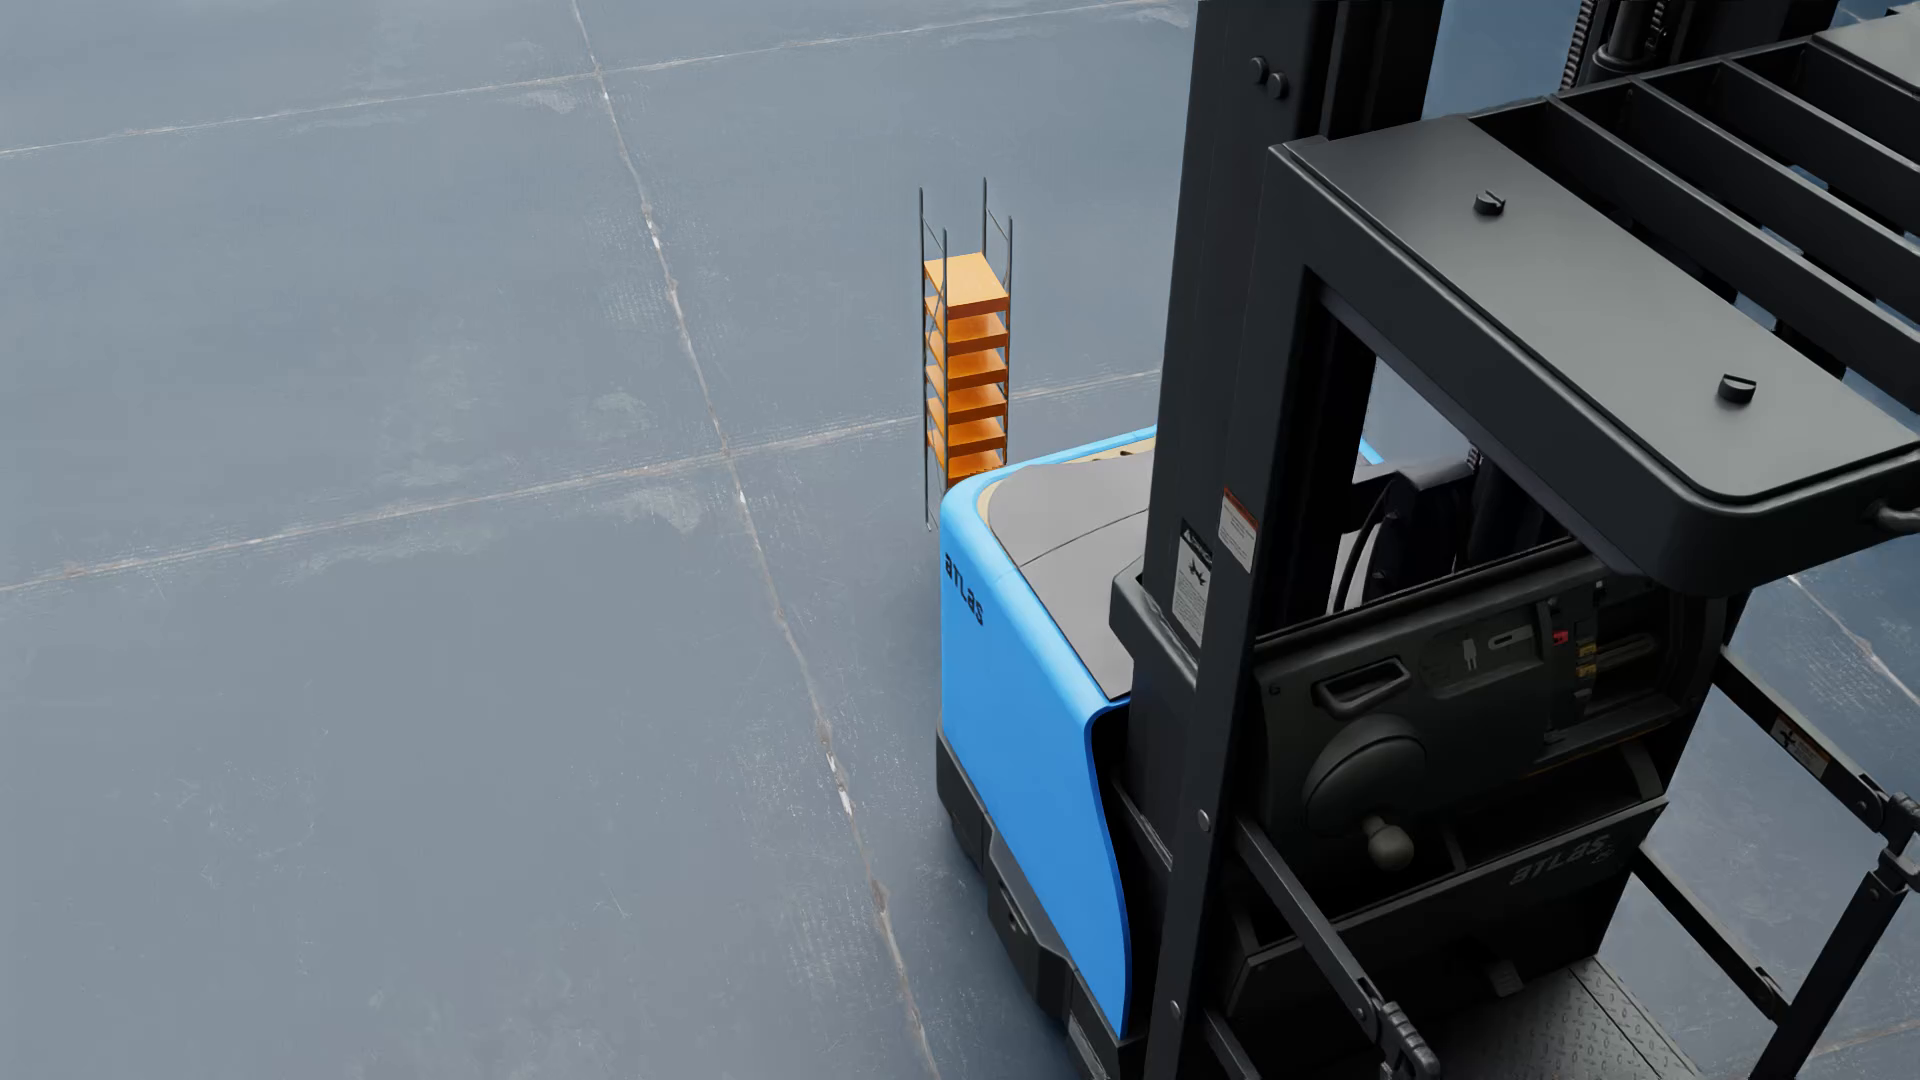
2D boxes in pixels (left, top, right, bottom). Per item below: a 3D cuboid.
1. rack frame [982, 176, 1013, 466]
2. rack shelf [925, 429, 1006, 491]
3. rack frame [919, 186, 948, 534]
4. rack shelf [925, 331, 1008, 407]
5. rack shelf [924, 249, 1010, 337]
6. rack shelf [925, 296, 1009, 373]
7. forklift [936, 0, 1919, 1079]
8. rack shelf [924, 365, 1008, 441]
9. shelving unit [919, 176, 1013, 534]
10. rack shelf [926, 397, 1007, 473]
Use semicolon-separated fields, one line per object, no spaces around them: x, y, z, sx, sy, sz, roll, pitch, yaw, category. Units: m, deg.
0.101;-0.473;4.879;0.006;1.200;0.240;-12;42;-13;rack frame
0.014;-0.241;5.046;0.180;0.103;0.258;-12;42;-13;rack shelf
-0.073;-0.437;4.838;0.006;1.200;0.240;-12;42;-13;rack frame
0.014;-0.512;4.809;0.180;0.103;0.258;-12;42;-13;rack shelf
0.014;-0.692;4.651;0.180;0.103;0.258;-12;42;-13;rack shelf
0.014;-0.602;4.730;0.180;0.103;0.258;-12;42;-13;rack shelf
0.991;0.338;2.635;1.130;2.935;3.031;-16;44;-18;forklift
0.014;-0.421;4.888;0.180;0.103;0.258;-12;42;-13;rack shelf
0.014;-0.455;4.859;0.189;1.200;0.258;-12;42;-13;shelving unit
0.014;-0.331;4.967;0.180;0.103;0.258;-12;42;-13;rack shelf
